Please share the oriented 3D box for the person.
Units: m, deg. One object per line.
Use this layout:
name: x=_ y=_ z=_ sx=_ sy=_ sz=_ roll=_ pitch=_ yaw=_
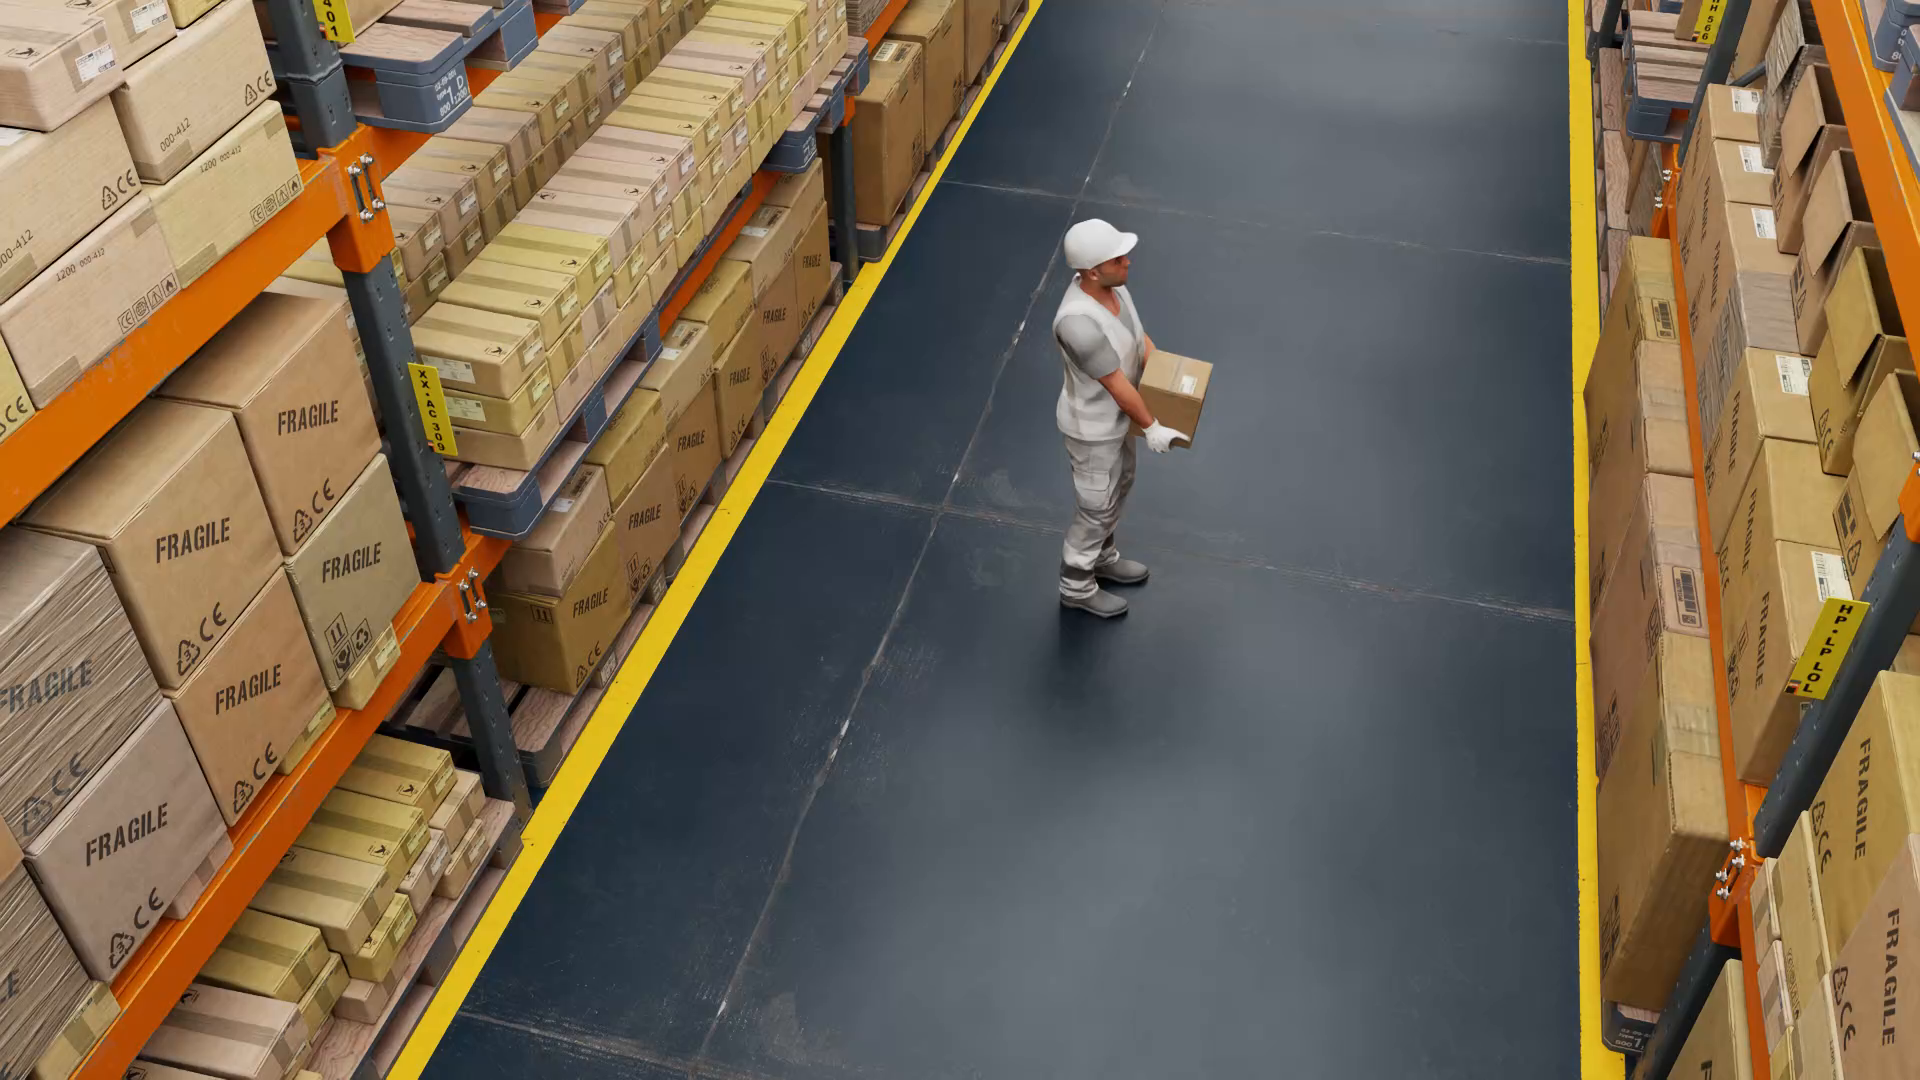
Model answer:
person: x=0.663 y=-0.468 z=6.689 sx=0.570 sy=1.782 sz=0.493 roll=11 pitch=42 yaw=12
